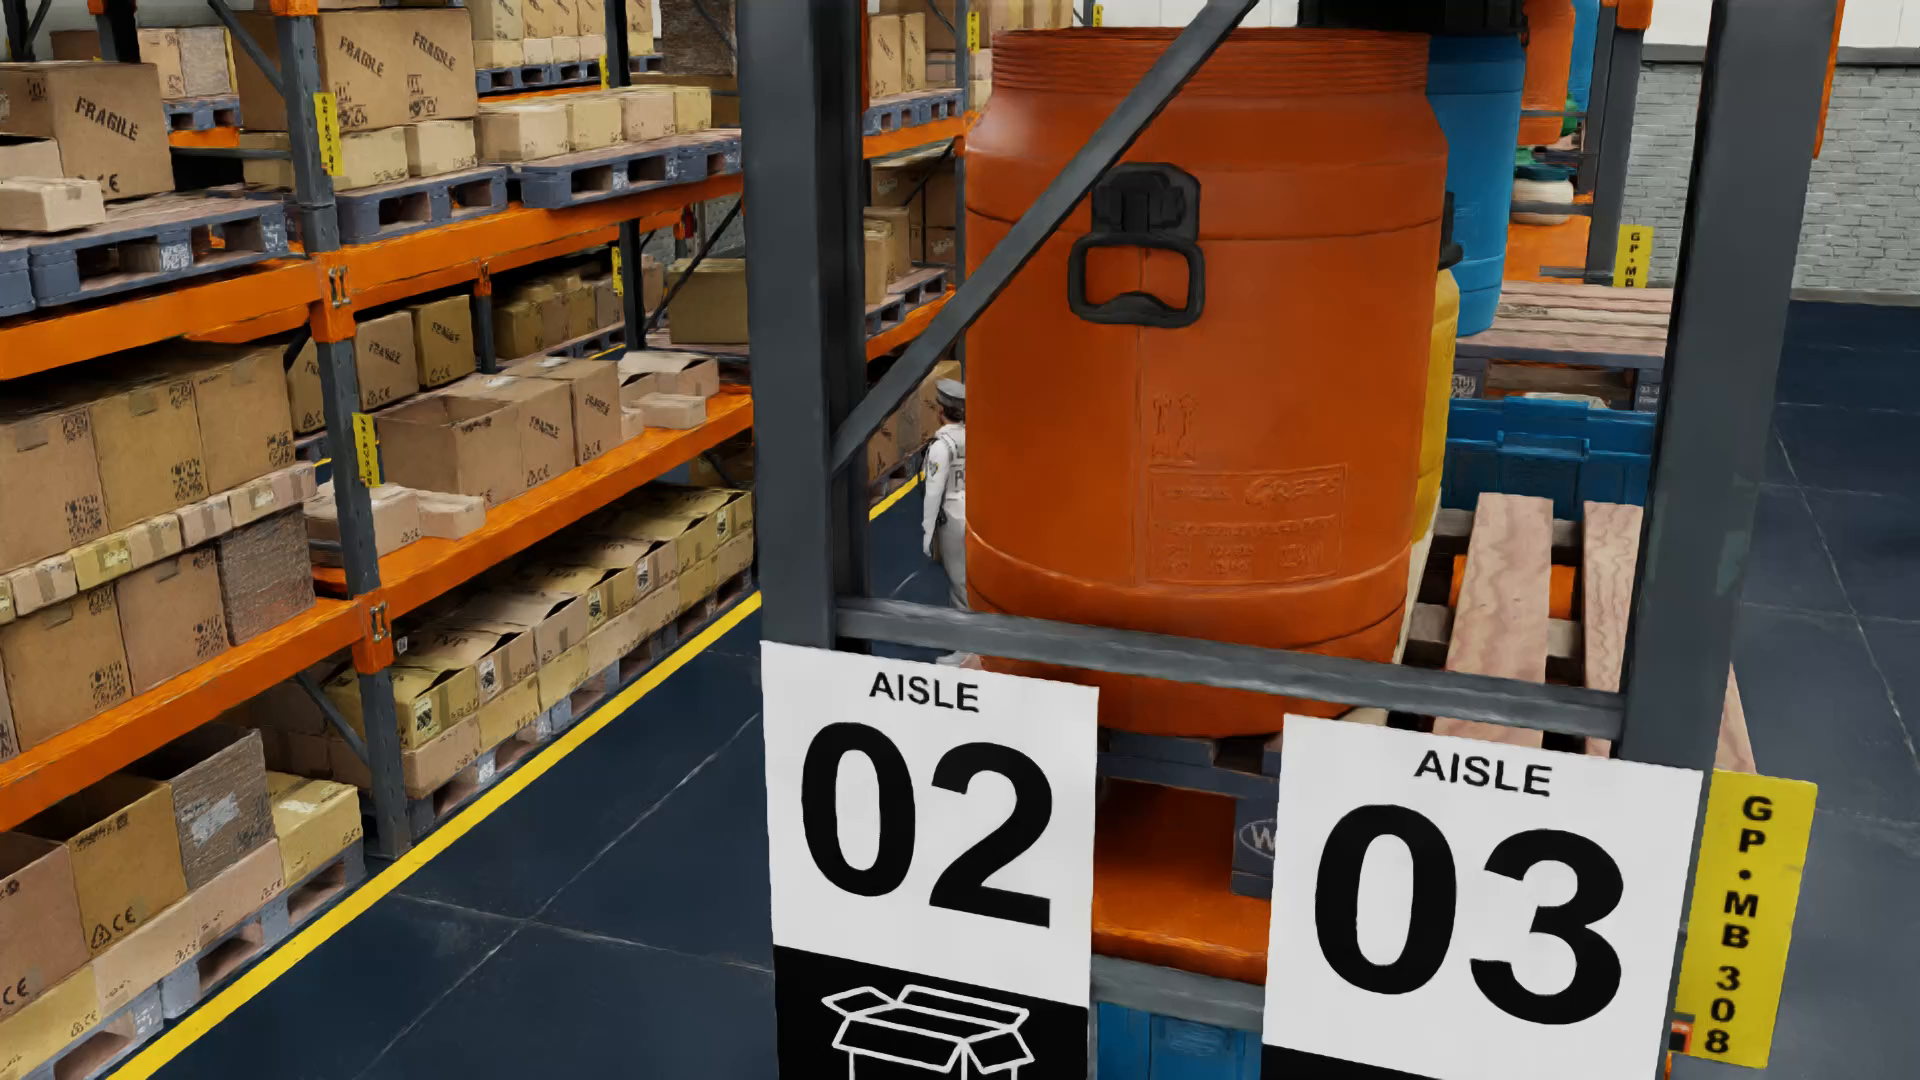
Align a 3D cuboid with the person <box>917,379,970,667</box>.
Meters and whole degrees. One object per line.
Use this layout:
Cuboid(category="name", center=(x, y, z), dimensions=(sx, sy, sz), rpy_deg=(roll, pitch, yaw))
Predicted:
Cuboid(category="person", center=(-0.044, -0.124, 9.834), dimensions=(0.553, 1.668, 0.601), rpy_deg=(10, 21, 28))
